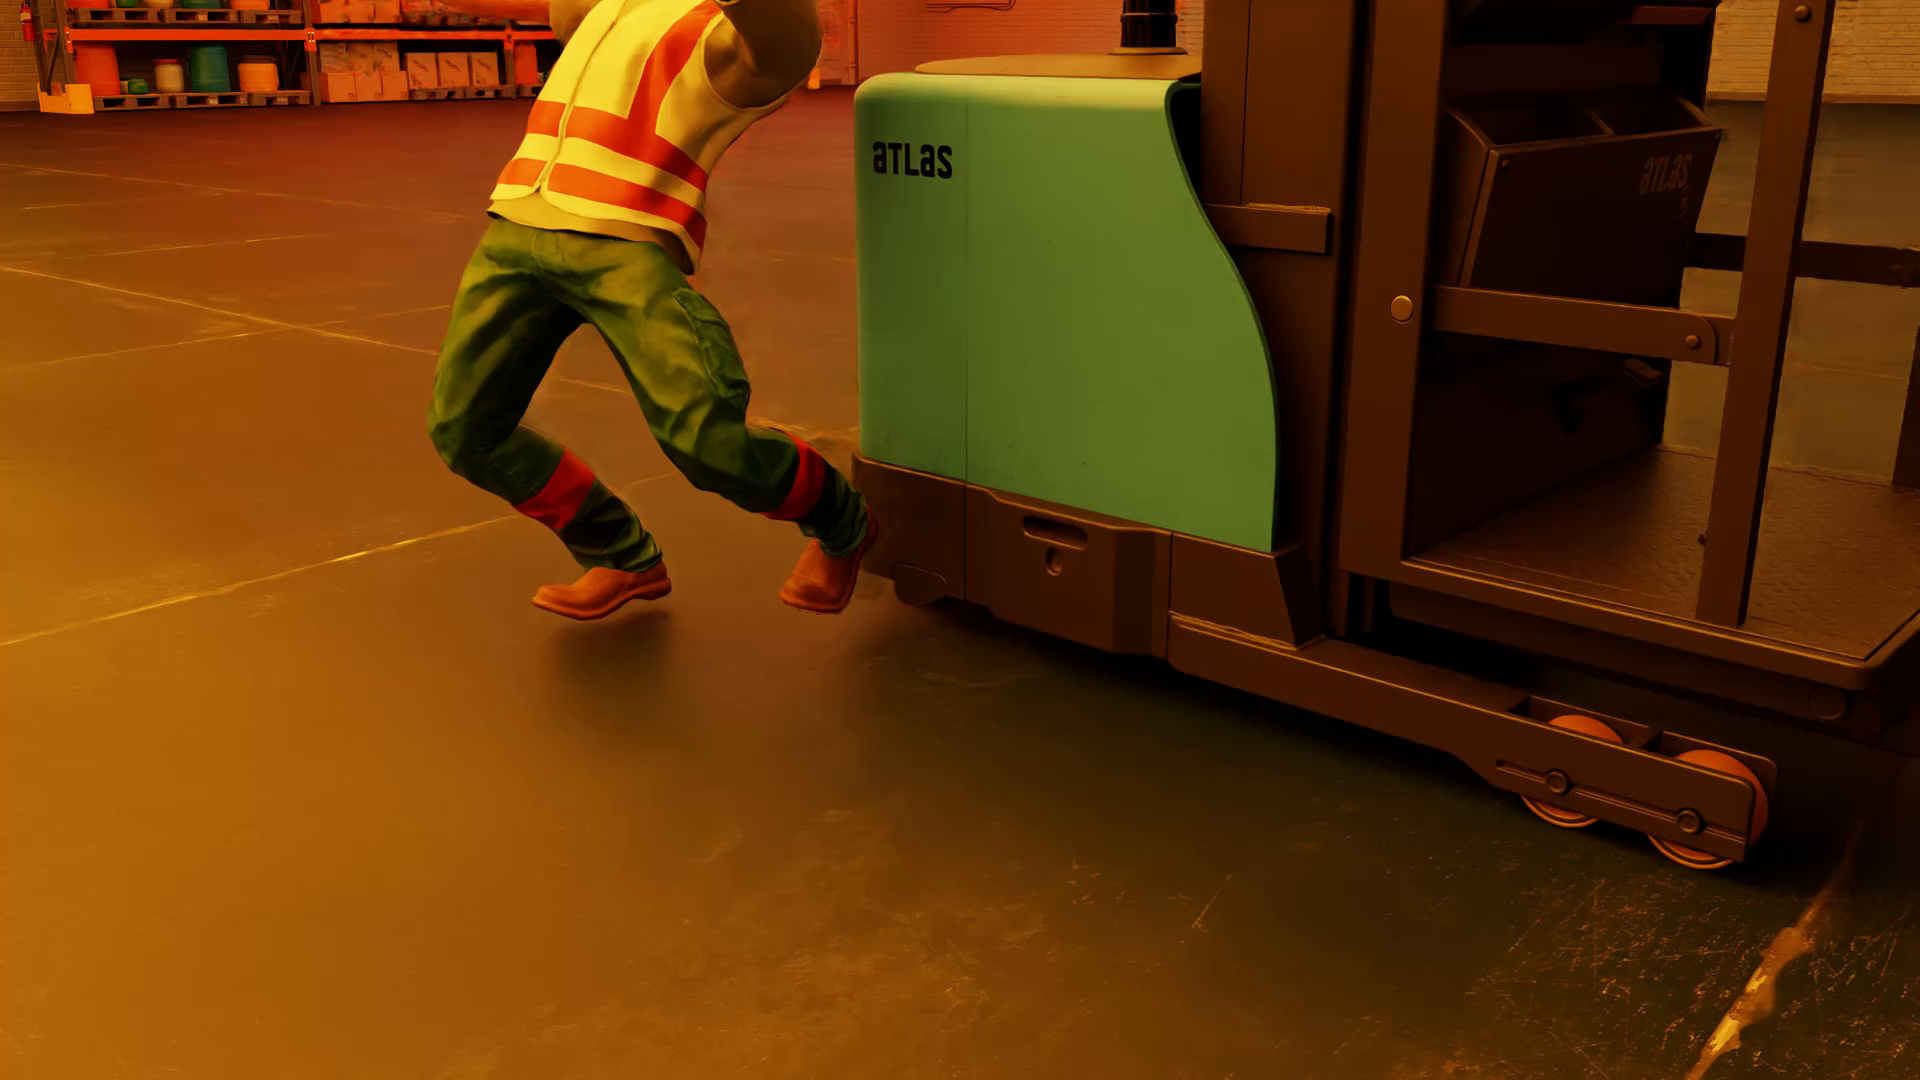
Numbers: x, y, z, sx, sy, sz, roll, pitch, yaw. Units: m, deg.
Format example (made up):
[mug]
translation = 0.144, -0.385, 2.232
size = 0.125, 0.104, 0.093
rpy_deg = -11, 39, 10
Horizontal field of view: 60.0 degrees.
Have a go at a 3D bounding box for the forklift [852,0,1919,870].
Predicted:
[forklift]
translation = 1.202, -1.102, 2.526
size = 3.031, 2.935, 1.130
rpy_deg = 15, 22, 40

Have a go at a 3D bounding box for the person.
[person]
translation = -0.710, -0.640, 3.180
size = 1.079, 1.602, 0.694
rpy_deg = 10, 19, 29
